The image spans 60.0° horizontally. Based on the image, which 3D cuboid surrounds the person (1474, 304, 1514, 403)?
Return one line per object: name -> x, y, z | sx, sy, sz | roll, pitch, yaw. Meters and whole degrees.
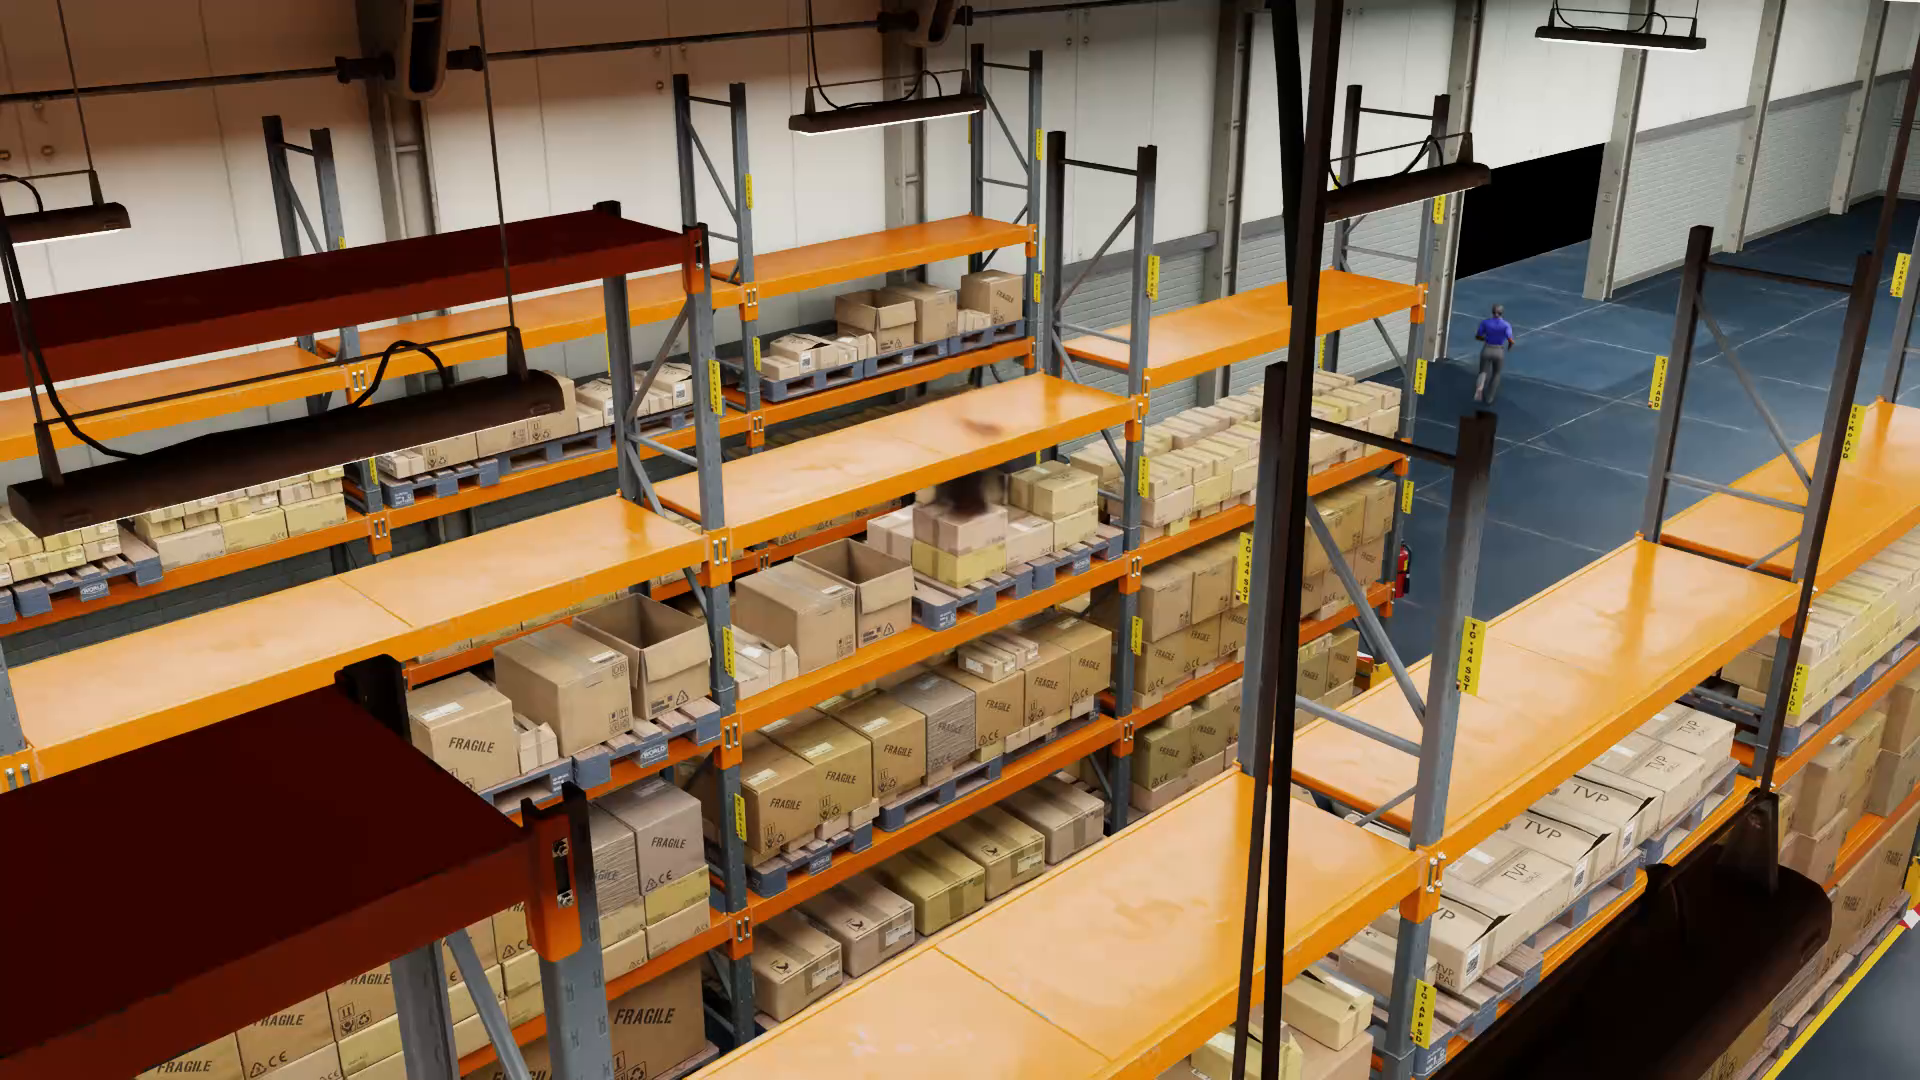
person -> 8.231, -2.864, 25.676 | 0.581, 1.608, 0.681 | 11, 25, 24
